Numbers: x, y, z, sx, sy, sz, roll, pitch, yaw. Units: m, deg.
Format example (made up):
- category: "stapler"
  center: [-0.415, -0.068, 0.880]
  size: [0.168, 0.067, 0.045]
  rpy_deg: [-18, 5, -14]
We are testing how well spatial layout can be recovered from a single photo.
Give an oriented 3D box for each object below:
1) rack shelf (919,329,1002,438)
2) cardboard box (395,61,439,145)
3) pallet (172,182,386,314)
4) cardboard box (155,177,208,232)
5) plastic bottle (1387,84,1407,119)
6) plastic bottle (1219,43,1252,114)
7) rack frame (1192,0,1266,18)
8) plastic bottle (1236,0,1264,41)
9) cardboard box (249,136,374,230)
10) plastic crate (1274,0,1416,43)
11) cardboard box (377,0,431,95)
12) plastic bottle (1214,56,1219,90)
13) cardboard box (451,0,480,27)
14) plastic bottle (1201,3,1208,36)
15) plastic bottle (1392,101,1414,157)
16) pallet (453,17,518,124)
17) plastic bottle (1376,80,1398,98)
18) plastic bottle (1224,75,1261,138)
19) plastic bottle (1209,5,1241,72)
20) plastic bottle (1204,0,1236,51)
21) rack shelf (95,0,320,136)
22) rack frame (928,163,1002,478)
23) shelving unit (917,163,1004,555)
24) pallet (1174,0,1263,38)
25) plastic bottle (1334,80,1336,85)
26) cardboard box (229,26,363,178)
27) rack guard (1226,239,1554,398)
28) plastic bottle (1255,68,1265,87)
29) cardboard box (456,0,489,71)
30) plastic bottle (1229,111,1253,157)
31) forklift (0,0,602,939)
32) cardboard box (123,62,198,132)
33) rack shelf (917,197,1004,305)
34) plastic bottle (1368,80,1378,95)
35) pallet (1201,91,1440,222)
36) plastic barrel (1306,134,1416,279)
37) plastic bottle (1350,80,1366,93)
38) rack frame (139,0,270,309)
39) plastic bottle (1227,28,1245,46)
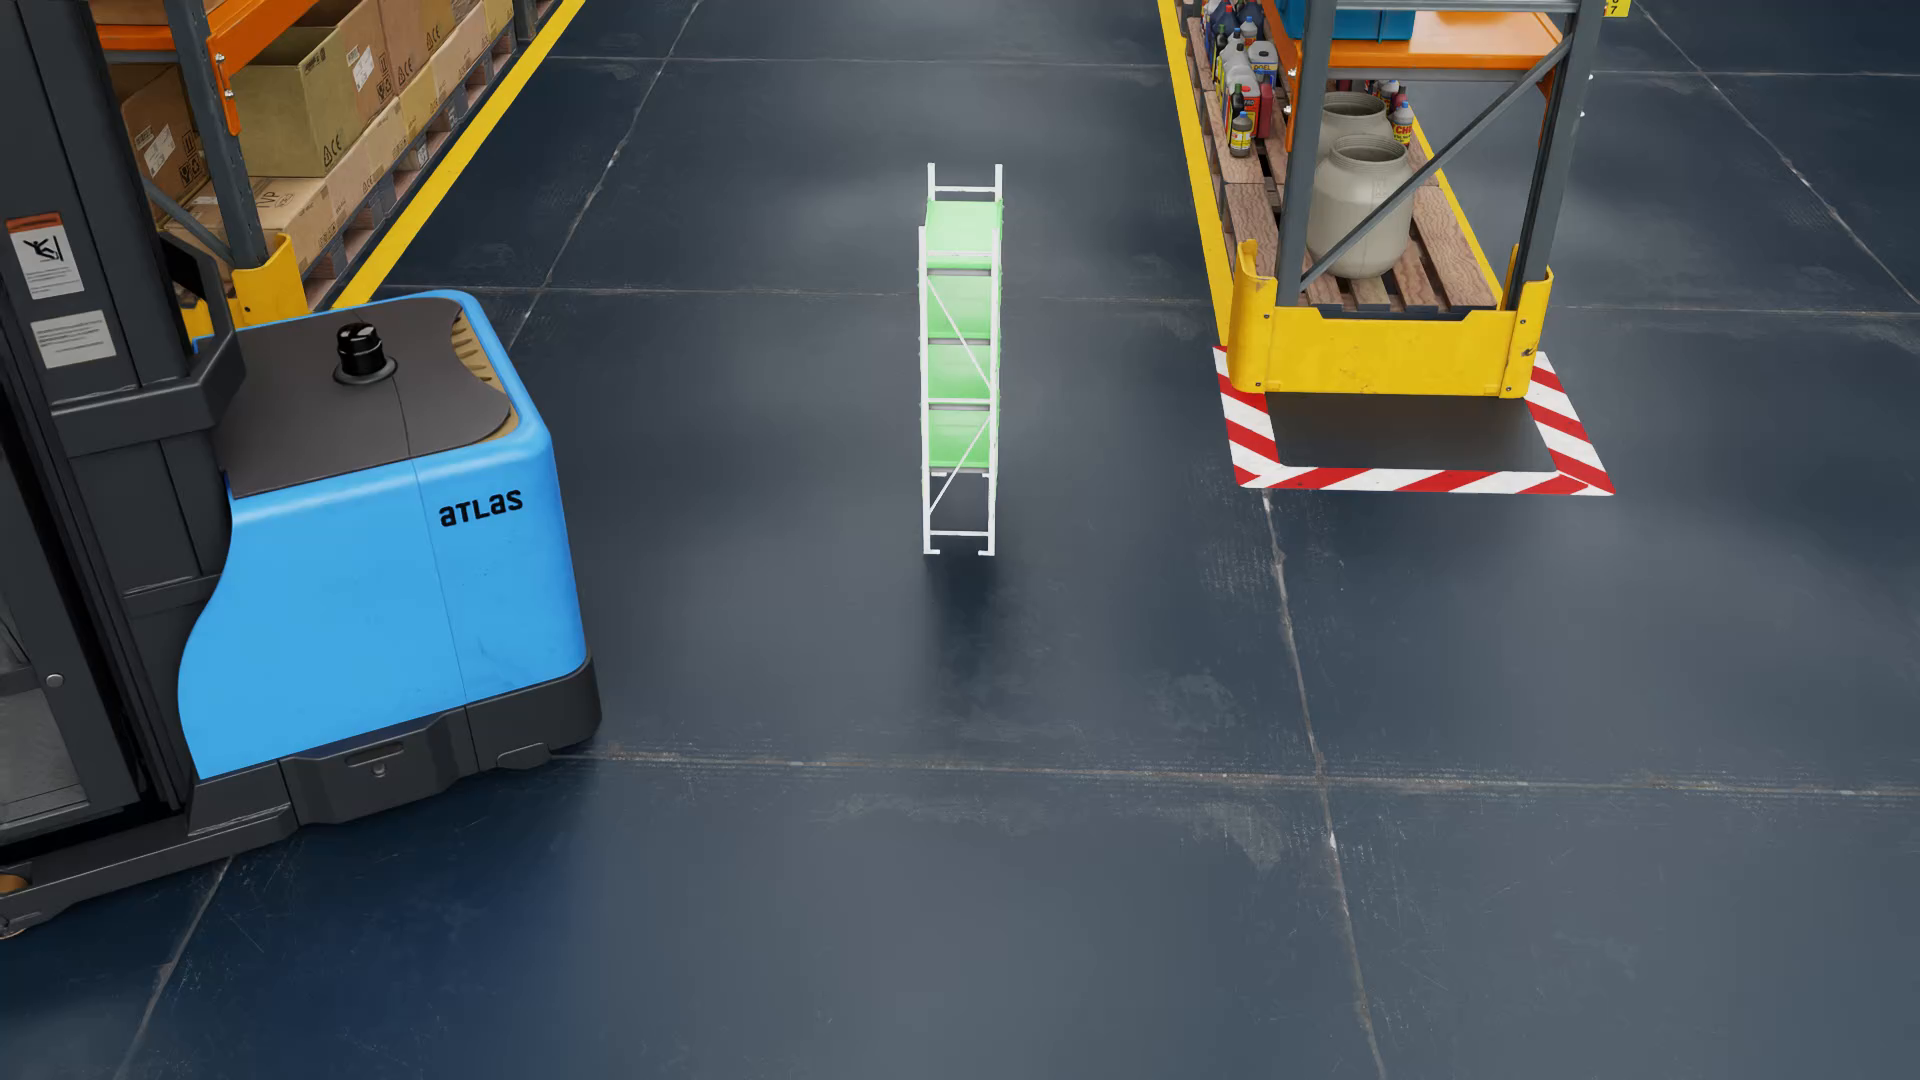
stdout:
- category: "rack shelf"
  center: [0.007, -0.534, 5.577]
  size: [0.258, 0.148, 0.480]
  rpy_deg: [1, 35, 2]
- category: "cardboard box"
  center: [-2.930, -2.180, 8.269]
  size: [0.500, 0.250, 0.500]
  rpy_deg: [1, 35, 2]
- category: "pallet"
  center: [-3.246, -1.268, 7.370]
  size: [1.003, 0.211, 1.213]
  rpy_deg: [1, 35, 2]
- category: "cardboard box"
  center: [-3.509, -1.330, 7.060]
  size: [0.500, 0.250, 0.500]
  rpy_deg: [1, 35, 2]
- category: "plastic bottle"
  center: [2.125, -2.084, 8.087]
  size: [0.061, 0.283, 0.133]
  rpy_deg: [2, 35, 3]
- category: "plastic bottle"
  center: [1.395, -2.332, 8.381]
  size: [0.144, 0.351, 0.185]
  rpy_deg: [3, 35, 4]
- category: "rack frame"
  center: [1.875, -4.150, 9.046]
  size: [1.000, 3.000, 0.127]
  rpy_deg: [1, 35, 2]
- category: "plastic bottle"
  center: [1.572, -2.788, 9.030]
  size: [0.144, 0.351, 0.185]
  rpy_deg: [1, 35, 2]
- category: "cardboard box"
  center: [-2.975, -1.605, 7.452]
  size: [0.500, 0.250, 0.500]
  rpy_deg: [1, 35, 2]
- category: "plastic crate"
  center: [1.435, -2.085, 6.238]
  size: [0.499, 0.251, 0.616]
  rpy_deg: [1, 35, 2]
- category: "cardboard box"
  center: [-2.929, -2.487, 8.053]
  size: [0.500, 0.500, 0.500]
  rpy_deg: [1, 35, 2]
- category: "plastic bottle"
  center: [1.385, -2.460, 8.693]
  size: [0.097, 0.201, 0.097]
  rpy_deg: [0, 35, 0]
- category: "cardboard box"
  center: [-2.907, -3.062, 8.871]
  size: [0.500, 0.500, 0.500]
  rpy_deg: [1, 35, 2]
- category: "plastic bottle"
  center: [1.420, -2.954, 9.395]
  size: [0.097, 0.201, 0.097]
  rpy_deg: [0, 35, 0]
- category: "plastic bottle"
  center: [2.098, -1.950, 7.906]
  size: [0.097, 0.271, 0.097]
  rpy_deg: [0, 35, 0]
- category: "pallet"
  center: [-3.148, -2.670, 9.365]
  size: [1.003, 0.211, 1.213]
  rpy_deg: [1, 35, 2]
- category: "plastic bottle"
  center: [2.116, -2.204, 8.268]
  size: [0.097, 0.271, 0.097]
  rpy_deg: [0, 35, 0]
- category: "plastic bottle"
  center: [1.387, -2.127, 8.154]
  size: [0.152, 0.276, 0.135]
  rpy_deg: [2, 35, 2]
- category: "plastic bottle"
  center: [1.420, -2.683, 8.881]
  size: [0.144, 0.351, 0.185]
  rpy_deg: [0, 35, 0]
- category: "plastic bottle"
  center: [1.438, -2.856, 9.191]
  size: [0.152, 0.276, 0.135]
  rpy_deg: [3, 35, 4]
- category: "rack shelf"
  center: [-3.155, -2.823, 7.784]
  size: [1.077, 0.370, 4.000]
  rpy_deg: [1, 35, 2]
- category: "rack frame"
  center: [0.016, -0.726, 5.740]
  size: [0.240, 1.200, 0.015]
  rpy_deg: [1, 35, 2]
- category: "shelving unit"
  center: [0.007, -0.586, 5.540]
  size: [0.258, 1.200, 0.503]
  rpy_deg: [1, 35, 2]
- category: "pallet"
  center: [1.867, -3.461, 10.491]
  size: [1.003, 0.211, 1.213]
  rpy_deg: [1, 35, 2]
- category: "plastic bottle"
  center: [2.013, -2.534, 8.726]
  size: [0.061, 0.283, 0.133]
  rpy_deg: [1, 35, 2]
- category: "cardboard box"
  center: [-2.973, -1.912, 7.236]
  size: [0.500, 0.500, 0.500]
  rpy_deg: [1, 35, 2]
- category: "rack guard"
  center: [1.670, -0.874, 6.558]
  size: [1.175, 0.500, 0.348]
  rpy_deg: [1, 35, 2]
- category: "plastic bottle"
  center: [1.518, -2.294, 8.456]
  size: [0.097, 0.201, 0.097]
  rpy_deg: [0, 35, 0]
- category: "cardboard box"
  center: [-2.905, -2.755, 9.087]
  size: [0.500, 0.250, 0.500]
  rpy_deg: [1, 35, 2]
- category: "plastic bottle"
  center: [1.350, -1.952, 7.970]
  size: [0.097, 0.201, 0.097]
  rpy_deg: [0, 35, 0]
- category: "forklift"
  center: [-2.605, -0.470, 3.870]
  size: [3.031, 2.935, 1.130]
  rpy_deg: [-16, 38, -21]
- category: "cardboard box"
  center: [-3.486, -2.212, 7.662]
  size: [0.500, 0.500, 0.500]
  rpy_deg: [1, 35, 2]
- category: "rack shelf"
  center: [0.007, -0.926, 5.301]
  size: [0.258, 0.148, 0.480]
  rpy_deg: [1, 35, 2]
- category: "plastic bottle"
  center: [2.124, -2.321, 8.434]
  size: [0.097, 0.271, 0.097]
  rpy_deg: [0, 35, 0]
- category: "pallet"
  center: [1.760, -1.921, 8.300]
  size: [1.003, 0.211, 1.213]
  rpy_deg: [1, 35, 2]
- category: "plastic barrel"
  center: [1.664, -1.385, 6.911]
  size: [0.421, 0.512, 0.421]
  rpy_deg: [0, 35, 0]
- category: "plastic bottle"
  center: [2.105, -2.450, 8.613]
  size: [0.152, 0.276, 0.135]
  rpy_deg: [2, 35, 3]
- category: "rack frame"
  center: [-3.235, -1.968, 5.942]
  size: [1.000, 3.000, 0.127]
  rpy_deg: [1, 35, 2]
- category: "plastic bottle"
  center: [1.451, -2.566, 8.782]
  size: [0.097, 0.271, 0.097]
  rpy_deg: [0, 35, 0]
